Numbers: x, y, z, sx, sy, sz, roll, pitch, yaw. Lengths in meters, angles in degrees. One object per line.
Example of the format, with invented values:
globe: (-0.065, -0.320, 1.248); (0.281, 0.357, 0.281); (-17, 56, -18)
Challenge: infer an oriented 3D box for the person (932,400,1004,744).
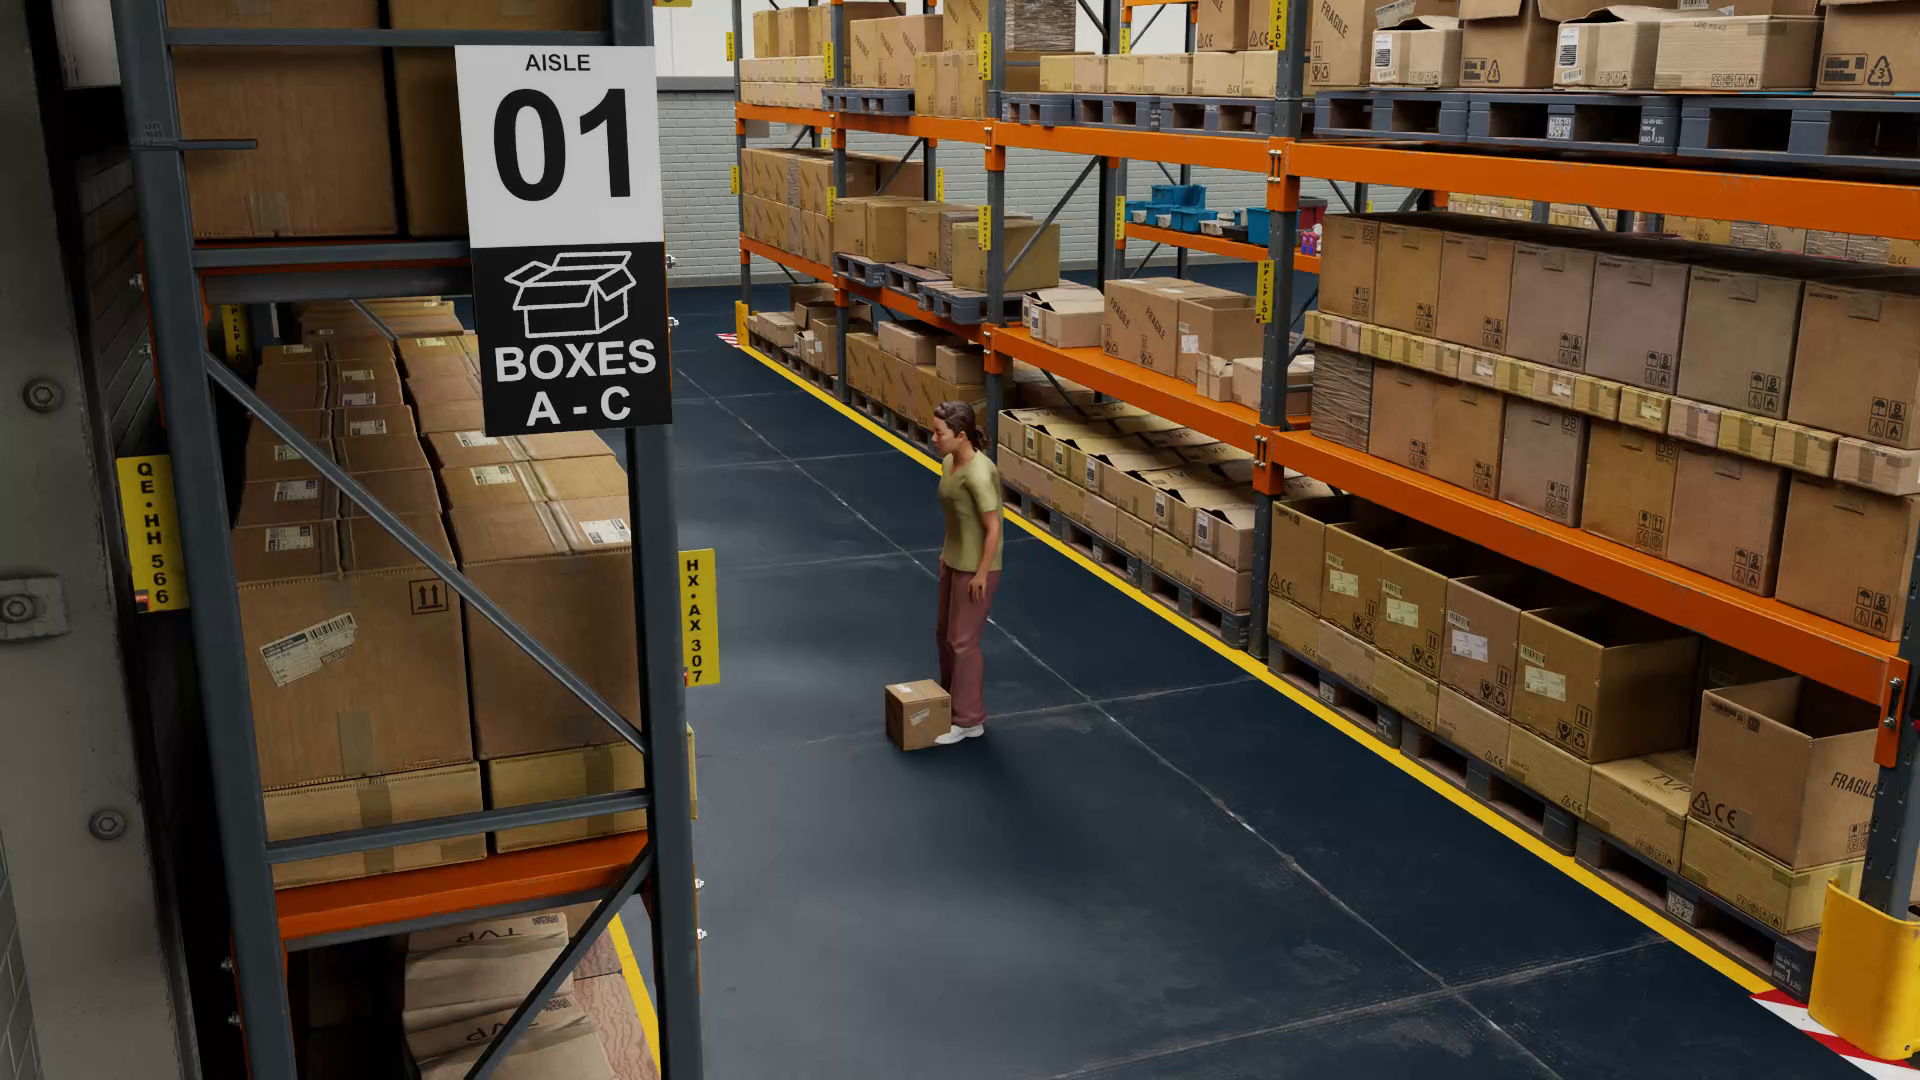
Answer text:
person: (-0.003, 0.143, 8.018); (0.404, 1.673, 0.500); (-6, 17, -20)
